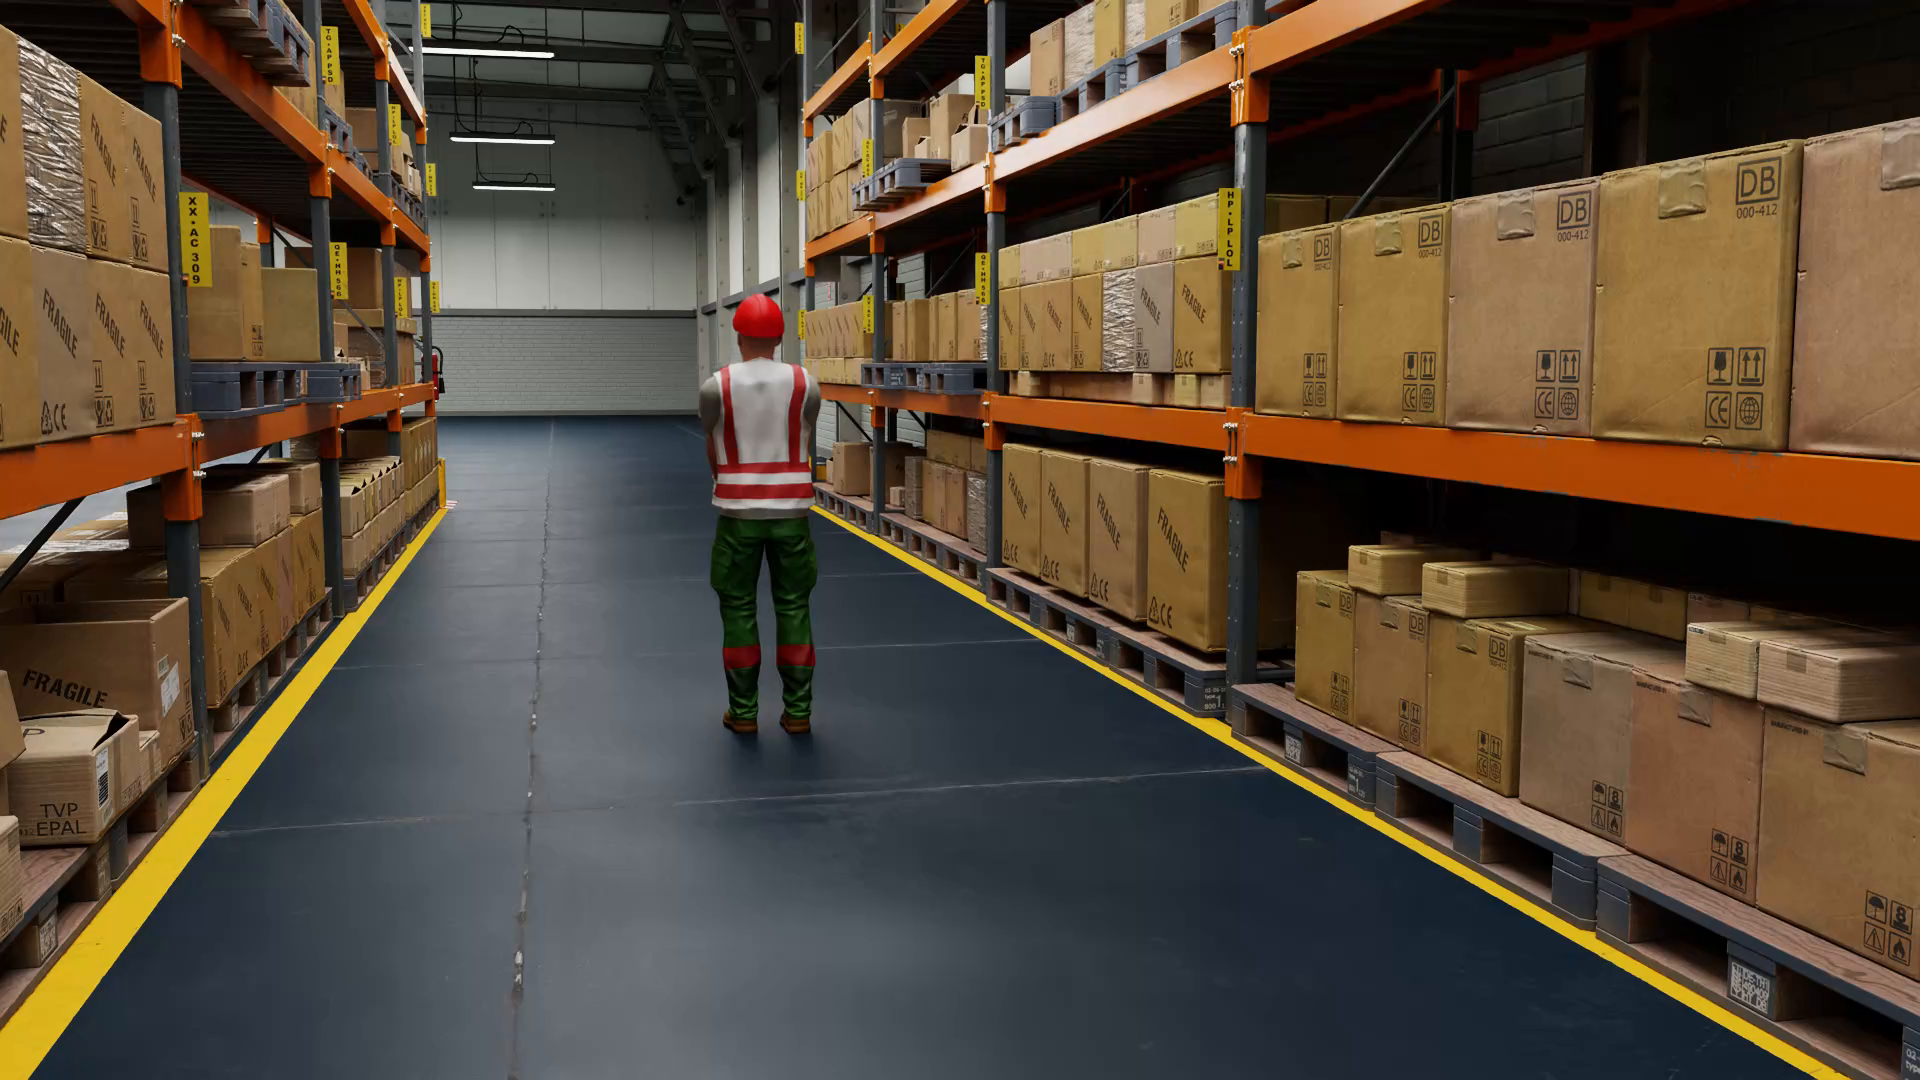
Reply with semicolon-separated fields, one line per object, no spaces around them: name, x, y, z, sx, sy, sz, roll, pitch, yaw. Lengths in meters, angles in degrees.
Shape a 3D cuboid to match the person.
person;-0.829;-0.109;6.844;0.493;1.782;0.564;-1;6;-13
